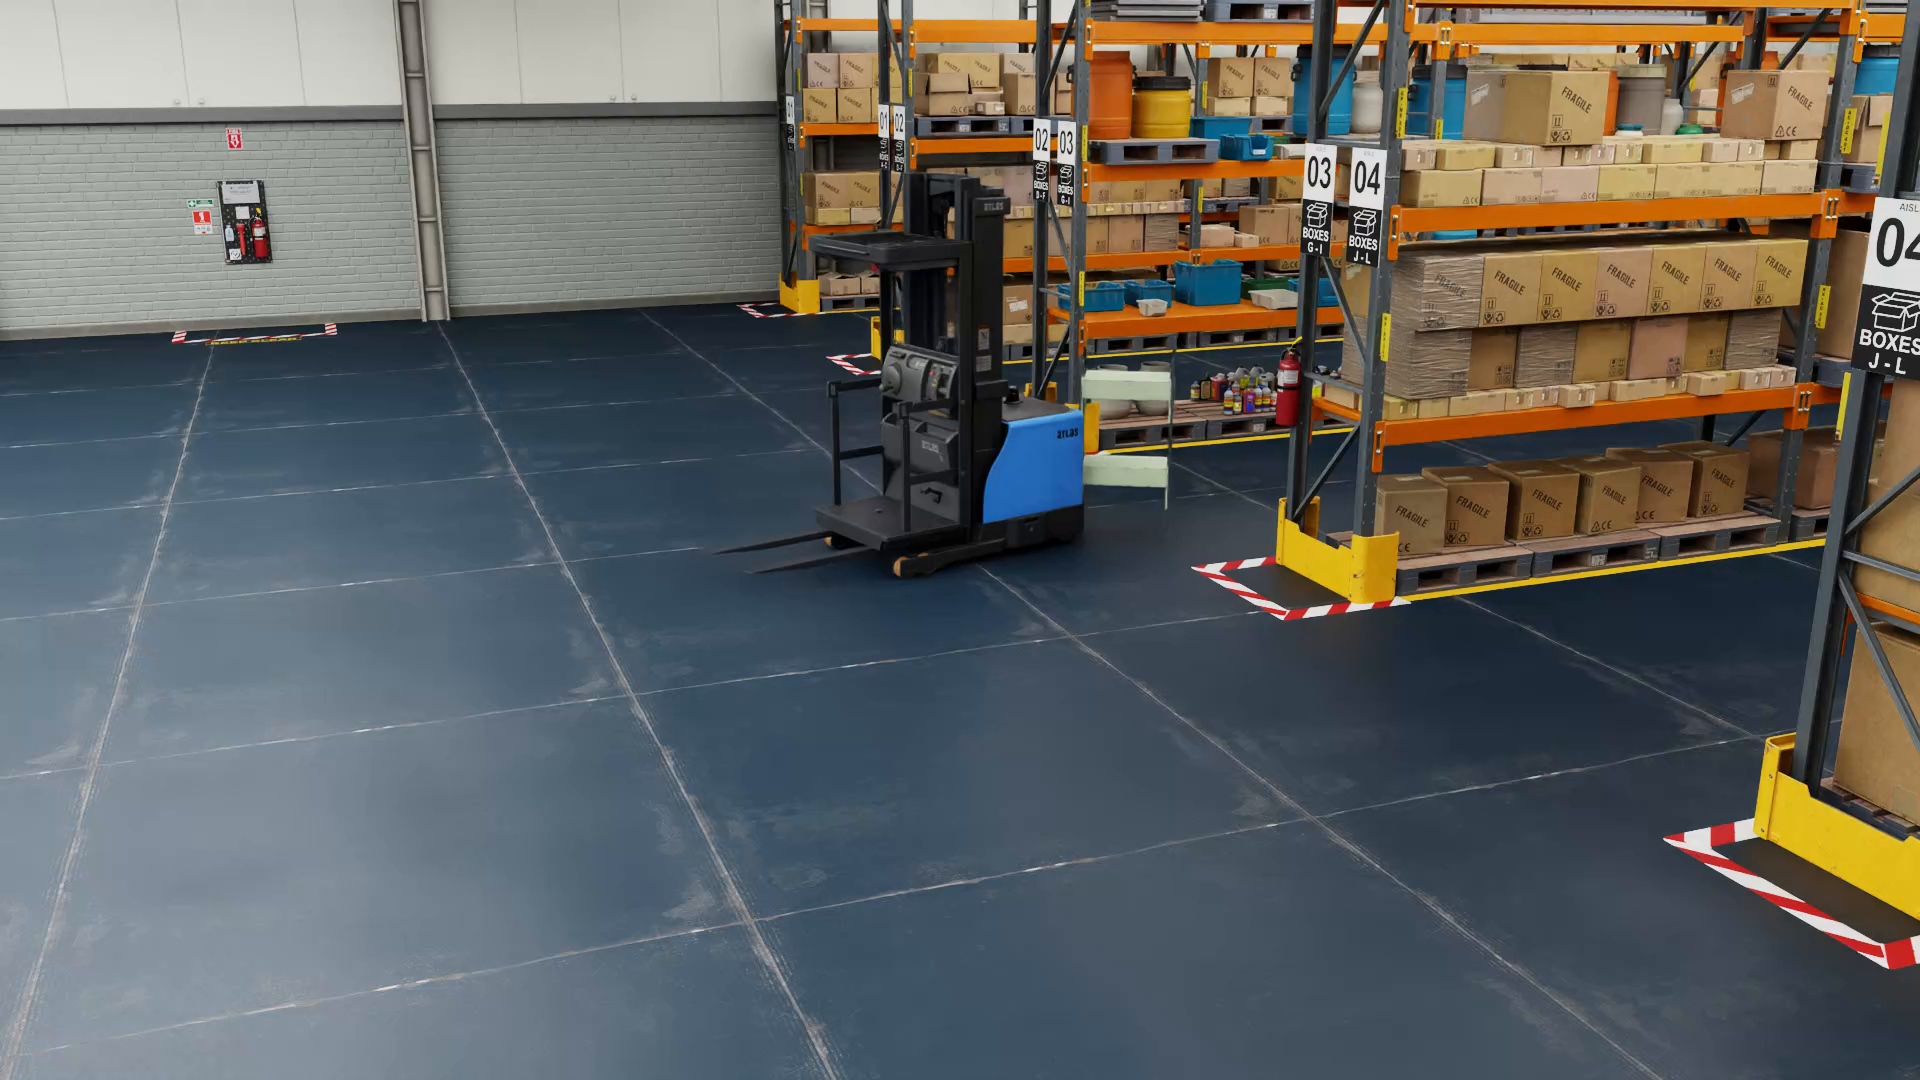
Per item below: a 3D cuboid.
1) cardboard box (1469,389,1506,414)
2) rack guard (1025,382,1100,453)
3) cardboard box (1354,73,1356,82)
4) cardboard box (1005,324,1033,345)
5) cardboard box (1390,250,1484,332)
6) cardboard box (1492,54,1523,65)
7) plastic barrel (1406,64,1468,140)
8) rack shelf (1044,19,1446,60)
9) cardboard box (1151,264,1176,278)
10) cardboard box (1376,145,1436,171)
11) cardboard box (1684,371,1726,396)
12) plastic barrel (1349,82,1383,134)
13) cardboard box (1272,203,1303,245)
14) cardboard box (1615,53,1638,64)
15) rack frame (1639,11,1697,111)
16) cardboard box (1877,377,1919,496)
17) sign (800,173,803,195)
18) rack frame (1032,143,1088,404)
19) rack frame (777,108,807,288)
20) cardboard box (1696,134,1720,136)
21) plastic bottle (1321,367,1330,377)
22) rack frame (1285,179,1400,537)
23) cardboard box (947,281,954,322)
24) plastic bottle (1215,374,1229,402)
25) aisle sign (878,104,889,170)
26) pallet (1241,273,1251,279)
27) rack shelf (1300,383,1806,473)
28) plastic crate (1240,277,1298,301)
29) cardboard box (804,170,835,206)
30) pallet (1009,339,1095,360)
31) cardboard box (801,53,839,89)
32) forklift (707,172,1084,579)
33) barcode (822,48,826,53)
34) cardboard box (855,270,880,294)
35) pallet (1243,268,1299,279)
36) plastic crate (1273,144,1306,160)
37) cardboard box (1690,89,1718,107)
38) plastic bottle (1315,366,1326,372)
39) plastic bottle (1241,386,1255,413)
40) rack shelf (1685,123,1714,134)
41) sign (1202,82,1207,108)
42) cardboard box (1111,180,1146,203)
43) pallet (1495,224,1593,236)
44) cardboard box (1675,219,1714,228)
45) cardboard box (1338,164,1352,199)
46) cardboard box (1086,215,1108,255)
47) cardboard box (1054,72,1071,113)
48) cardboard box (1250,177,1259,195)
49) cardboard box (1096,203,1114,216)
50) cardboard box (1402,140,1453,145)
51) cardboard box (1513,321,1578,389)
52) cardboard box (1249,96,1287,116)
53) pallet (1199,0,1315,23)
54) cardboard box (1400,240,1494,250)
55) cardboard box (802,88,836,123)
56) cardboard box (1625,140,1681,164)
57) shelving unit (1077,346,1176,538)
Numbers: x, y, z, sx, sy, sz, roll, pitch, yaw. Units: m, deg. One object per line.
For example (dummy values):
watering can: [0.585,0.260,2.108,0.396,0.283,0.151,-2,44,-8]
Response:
cardboard box: [3.808,-1.052,12.301,0.250,0.149,0.380,-6,17,-20]
rack guard: [1.033,-1.258,16.994,0.348,0.500,1.175,-6,17,-20]
cardboard box: [6.334,-7.732,28.323,0.500,0.500,0.700,-5,17,-17]
cardboard box: [0.723,-2.720,21.672,0.500,0.250,0.500,-6,17,-20]
cardboard box: [3.363,-1.788,11.884,0.500,0.500,0.500,-6,17,-20]
cardboard box: [7.567,-6.608,23.501,0.500,0.500,0.500,-6,17,-20]
plastic barrel: [5.112,-4.629,17.823,0.708,0.901,0.600,-6,17,-20]
rack shelf: [2.847,-4.980,16.573,4.000,0.370,1.077,-6,17,-20]
cardboard box: [3.275,-4.697,27.924,0.500,0.500,0.700,-6,17,-20]
cardboard box: [3.092,-2.659,11.566,0.250,0.149,0.380,-6,18,-20]
cardboard box: [5.706,-1.231,12.913,0.250,0.149,0.380,-6,17,-20]
plastic barrel: [4.242,-4.543,17.478,0.421,0.512,0.421,0,16,0]
cardboard box: [4.628,-4.369,22.974,0.500,0.500,0.500,-6,17,-20]
cardboard box: [11.789,-8.488,29.867,0.500,0.500,0.500,-6,17,-20]
rack frame: [10.416,-7.829,24.288,0.127,3.000,1.000,-6,17,-20]
cardboard box: [4.792,-0.436,7.577,0.550,0.550,0.875,-6,17,-20]
sign: [-2.371,-5.316,24.842,0.005,0.325,0.100,-6,17,-20]
rack frame: [0.979,-2.437,16.574,0.127,3.000,1.000,-6,17,-20]
rack frame: [-2.566,-5.044,25.450,0.127,3.000,1.000,-6,17,-20]
cardboard box: [6.073,-3.144,13.216,0.250,0.149,0.380,-7,18,-22]
plastic bottle: [4.007,-1.764,18.320,0.133,0.283,0.061,-6,17,-20]
rack frame: [2.752,-1.134,12.136,0.127,3.000,1.000,-6,17,-20]
cardboard box: [-0.395,-3.115,21.686,0.500,0.500,0.500,-6,17,-20]
plastic bottle: [2.821,-1.636,17.884,0.133,0.283,0.061,-6,17,-20]
aisle sign: [-0.956,-5.059,20.887,0.004,0.787,0.394,-6,17,-20]
pallet: [4.174,-4.434,28.322,1.213,0.211,1.003,-6,17,-20]
rack shelf: [4.619,-0.990,12.924,4.000,0.370,1.077,-6,17,-20]
plastic crate: [3.346,-2.676,17.764,0.662,0.188,0.450,-6,17,-20]
cardboard box: [-2.202,-5.445,25.715,0.500,0.500,0.500,-6,18,-21]
pallet: [1.047,-2.613,22.121,1.213,0.211,1.003,-6,17,-20]
cardboard box: [-2.119,-6.995,24.784,0.500,0.500,0.500,-8,18,-24]
forklift: [-0.482,-1.279,12.752,3.031,2.935,1.130,-12,20,-34]
barcode: [-2.082,-7.502,25.480,0.075,0.075,0.001,-6,17,-20]
cardboard box: [-1.355,-4.068,26.119,0.500,0.311,0.500,-5,17,-15]
pallet: [5.668,-4.572,28.793,1.213,0.211,1.003,-6,17,-20]
plastic crate: [3.360,-3.885,16.648,0.396,0.136,0.243,-6,17,-20]
cardboard box: [10.959,-6.541,24.605,0.500,0.250,0.500,-6,17,-20]
plastic bottle: [3.968,-1.788,18.417,0.135,0.276,0.152,-5,17,-18]
plastic bottle: [3.002,-1.464,17.299,0.133,0.283,0.061,-6,17,-19]
rack shelf: [12.283,-6.246,25.498,4.000,0.370,1.077,-6,17,-20]
sign: [3.146,-5.723,21.383,0.005,0.325,0.100,-6,17,-20]
cardboard box: [2.062,-4.717,21.857,0.500,0.500,0.700,-6,17,-20]
pallet: [8.495,-4.652,24.458,1.213,0.211,1.003,-6,17,-20]
cardboard box: [10.989,-4.978,25.050,0.500,0.500,0.500,-6,17,-19]
cardboard box: [3.111,-2.617,12.128,0.500,0.250,0.500,-6,17,-19]
cardboard box: [1.573,-4.041,21.859,0.500,0.500,0.700,-6,17,-19]
cardboard box: [1.363,-5.769,21.418,0.637,0.503,0.797,-4,17,-14]
cardboard box: [5.251,-6.168,28.536,0.500,0.500,0.500,-6,17,-20]
cardboard box: [1.818,-4.317,21.648,0.250,0.149,0.380,-6,17,-20]
cardboard box: [3.401,-2.854,12.230,0.250,0.149,0.380,-7,18,-22]
cardboard box: [4.181,-1.494,12.656,0.500,0.500,0.875,-6,17,-20]
cardboard box: [4.036,-5.828,22.320,0.500,0.250,0.500,-8,18,-25]
pallet: [2.814,-5.222,16.454,1.213,0.211,1.003,-6,17,-20]
cardboard box: [3.642,-1.977,12.526,0.500,0.500,0.500,-6,17,-20]
cardboard box: [-2.164,-6.508,24.901,0.500,0.500,0.500,-6,17,-19]
cardboard box: [5.058,-2.853,12.224,0.250,0.149,0.380,-5,17,-17]
shelving unit: [1.365,-0.811,13.700,0.755,1.500,0.431,2,17,8]
